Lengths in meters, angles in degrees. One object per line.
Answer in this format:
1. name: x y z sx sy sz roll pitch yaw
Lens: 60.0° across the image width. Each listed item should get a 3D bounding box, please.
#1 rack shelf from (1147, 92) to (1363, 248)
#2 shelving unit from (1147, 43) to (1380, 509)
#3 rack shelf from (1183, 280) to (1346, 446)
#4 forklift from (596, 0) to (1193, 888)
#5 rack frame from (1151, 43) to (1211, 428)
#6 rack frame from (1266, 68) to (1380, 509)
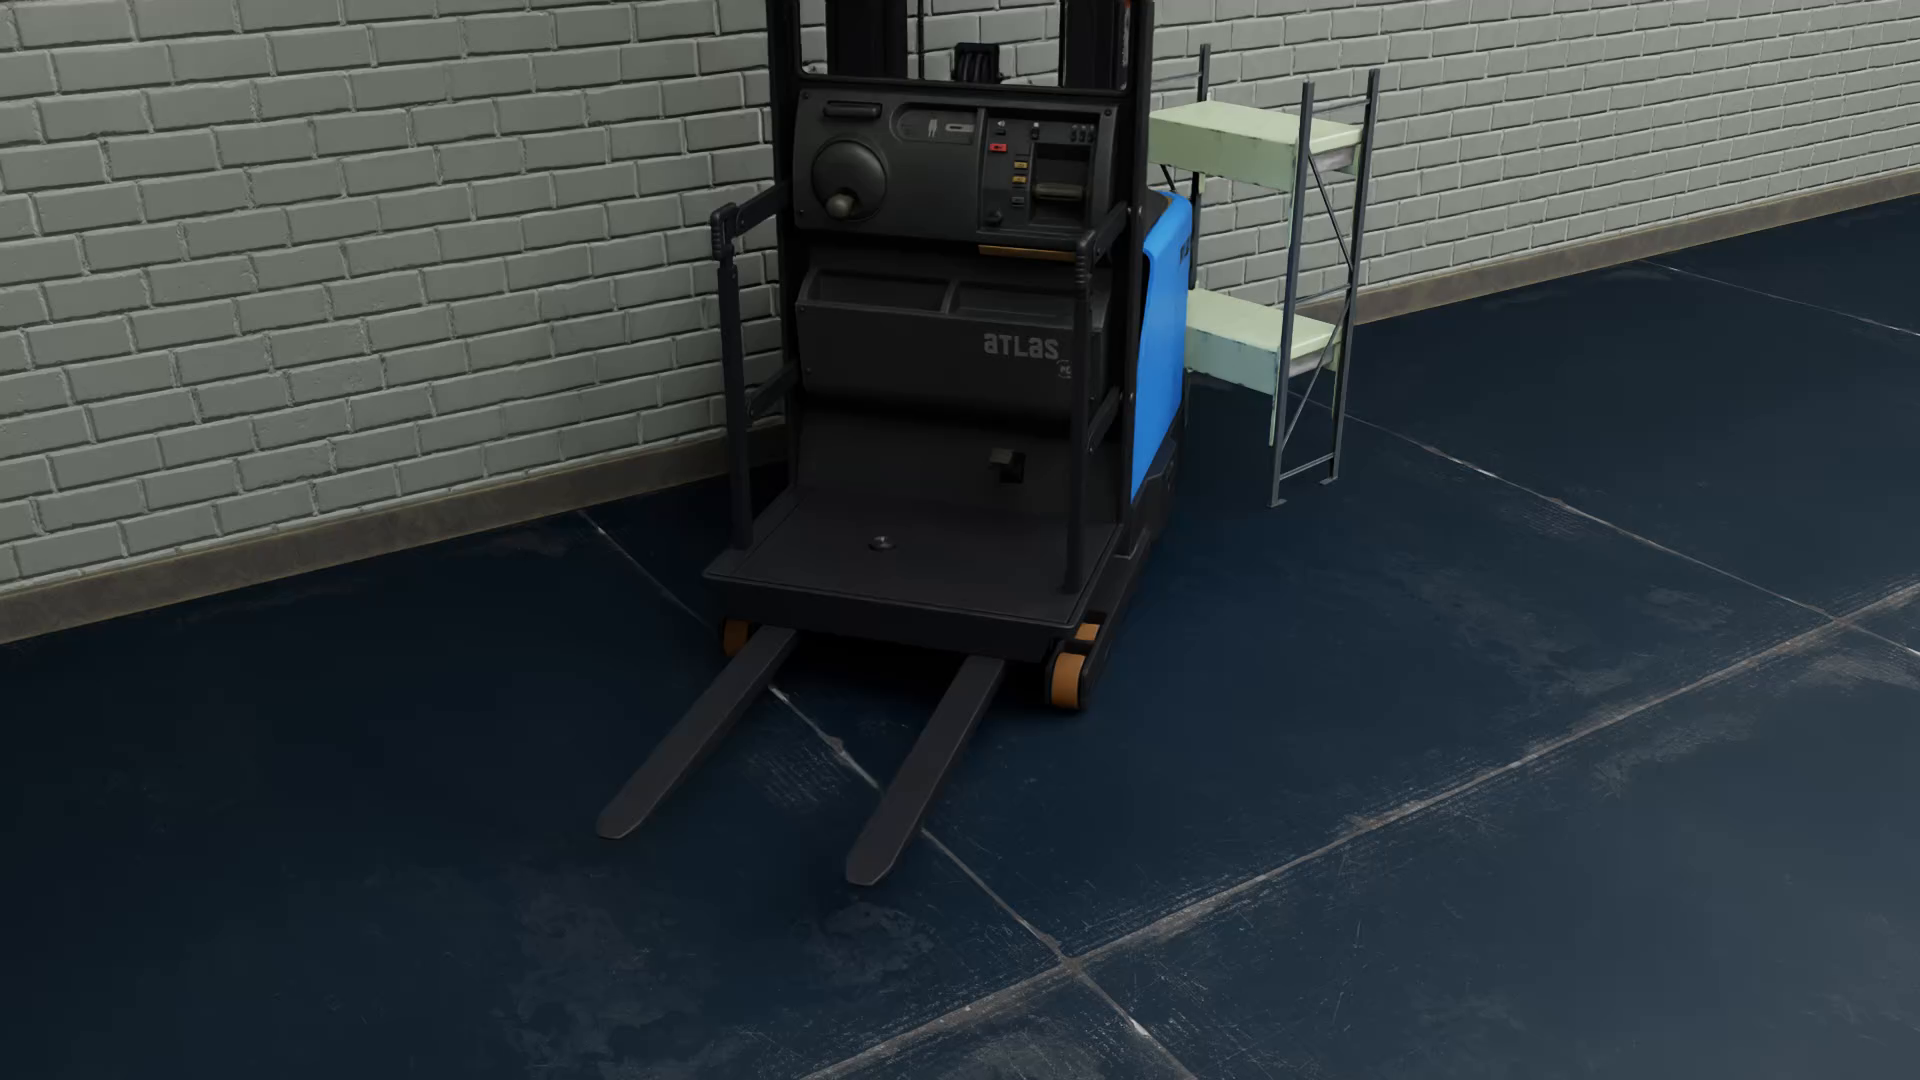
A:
1. rack shelf: 1.012 -1.319 5.873 0.431 0.370 0.720 -22 33 -38
2. shelving unit: 1.012 -0.966 6.039 0.431 1.500 0.755 -22 33 -38
3. rack shelf: 1.012 -0.671 6.178 0.431 0.370 0.720 -22 33 -38
4. forklift: -0.083 -1.029 4.496 1.130 2.935 3.031 7 26 15
5. rack frame: 0.763 -1.081 6.282 0.400 1.500 0.023 -22 33 -38
6. rack frame: 1.260 -0.851 5.796 0.400 1.500 0.023 -22 33 -38
